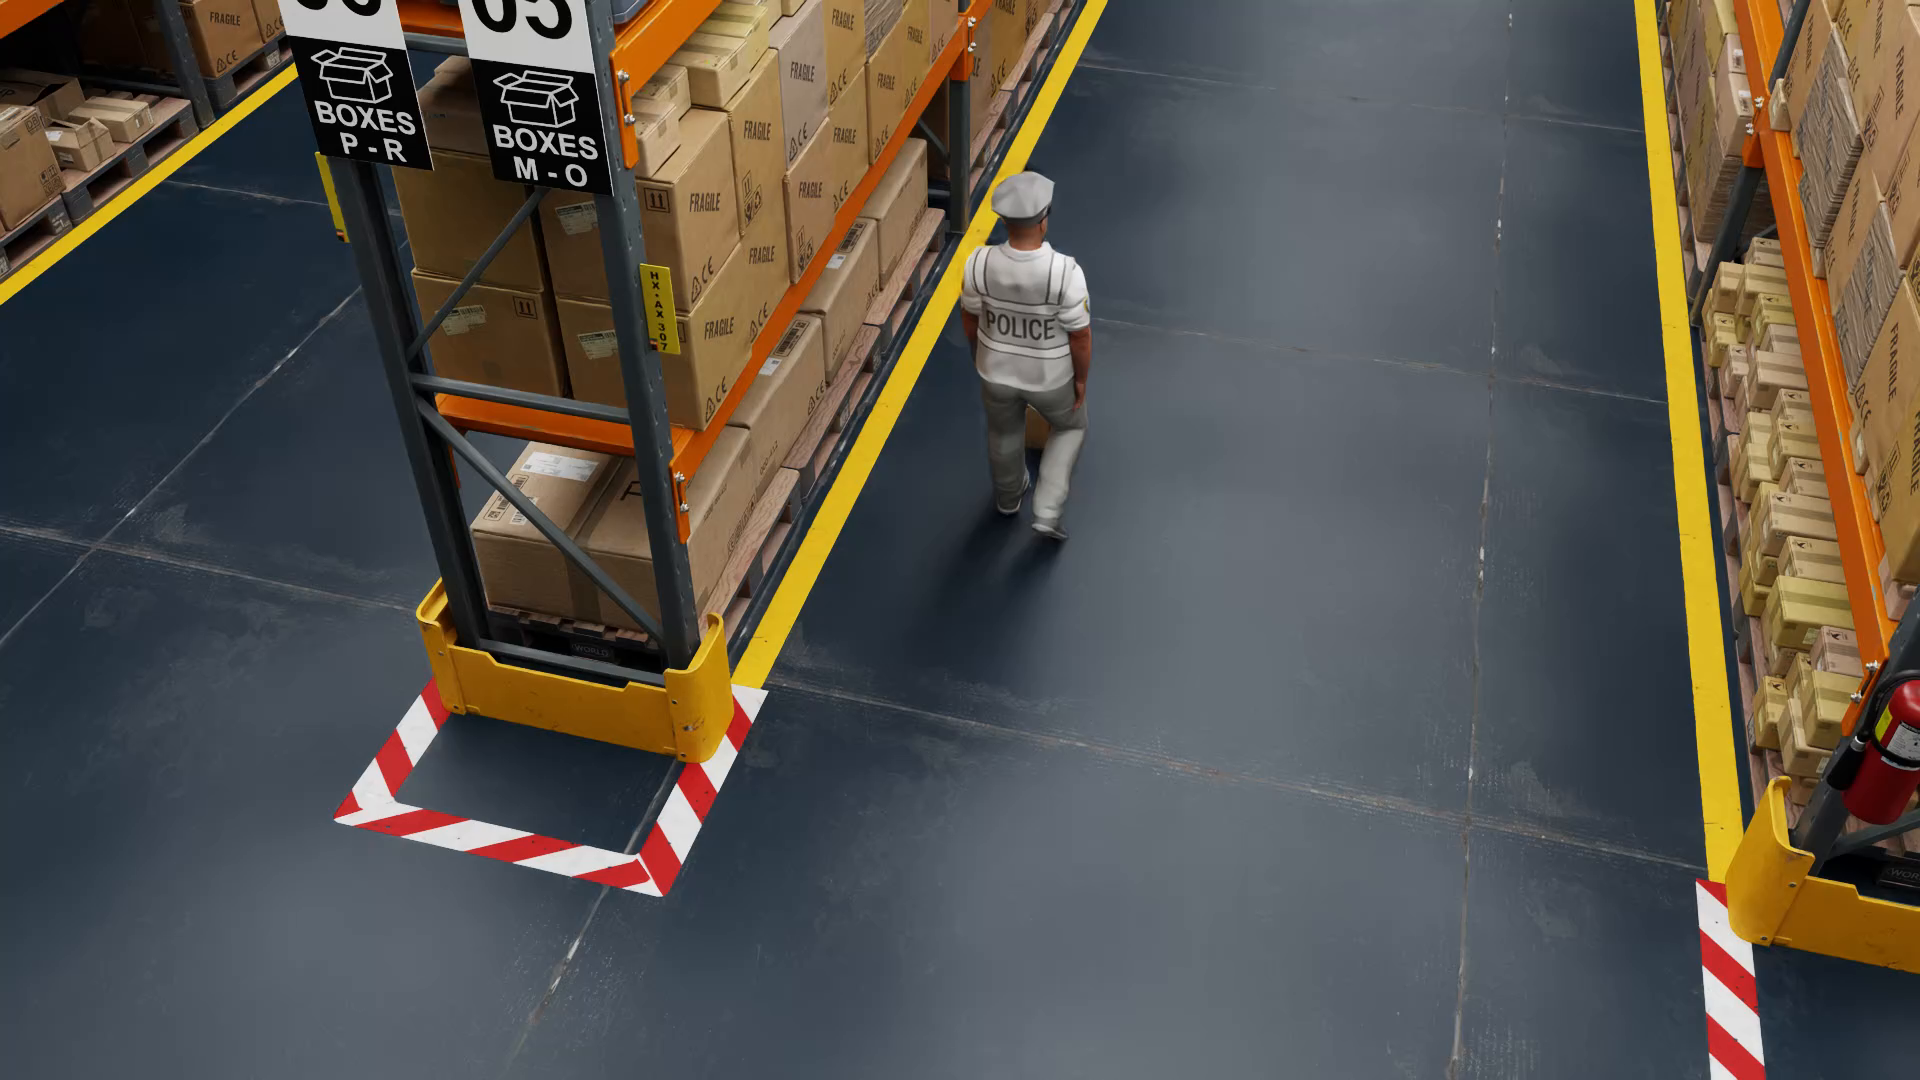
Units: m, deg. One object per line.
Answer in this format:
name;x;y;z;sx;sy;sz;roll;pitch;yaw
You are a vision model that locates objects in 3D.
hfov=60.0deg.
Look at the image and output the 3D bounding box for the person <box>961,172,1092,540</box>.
person;0.293;-0.764;7.013;0.560;1.764;0.624;10;42;11
